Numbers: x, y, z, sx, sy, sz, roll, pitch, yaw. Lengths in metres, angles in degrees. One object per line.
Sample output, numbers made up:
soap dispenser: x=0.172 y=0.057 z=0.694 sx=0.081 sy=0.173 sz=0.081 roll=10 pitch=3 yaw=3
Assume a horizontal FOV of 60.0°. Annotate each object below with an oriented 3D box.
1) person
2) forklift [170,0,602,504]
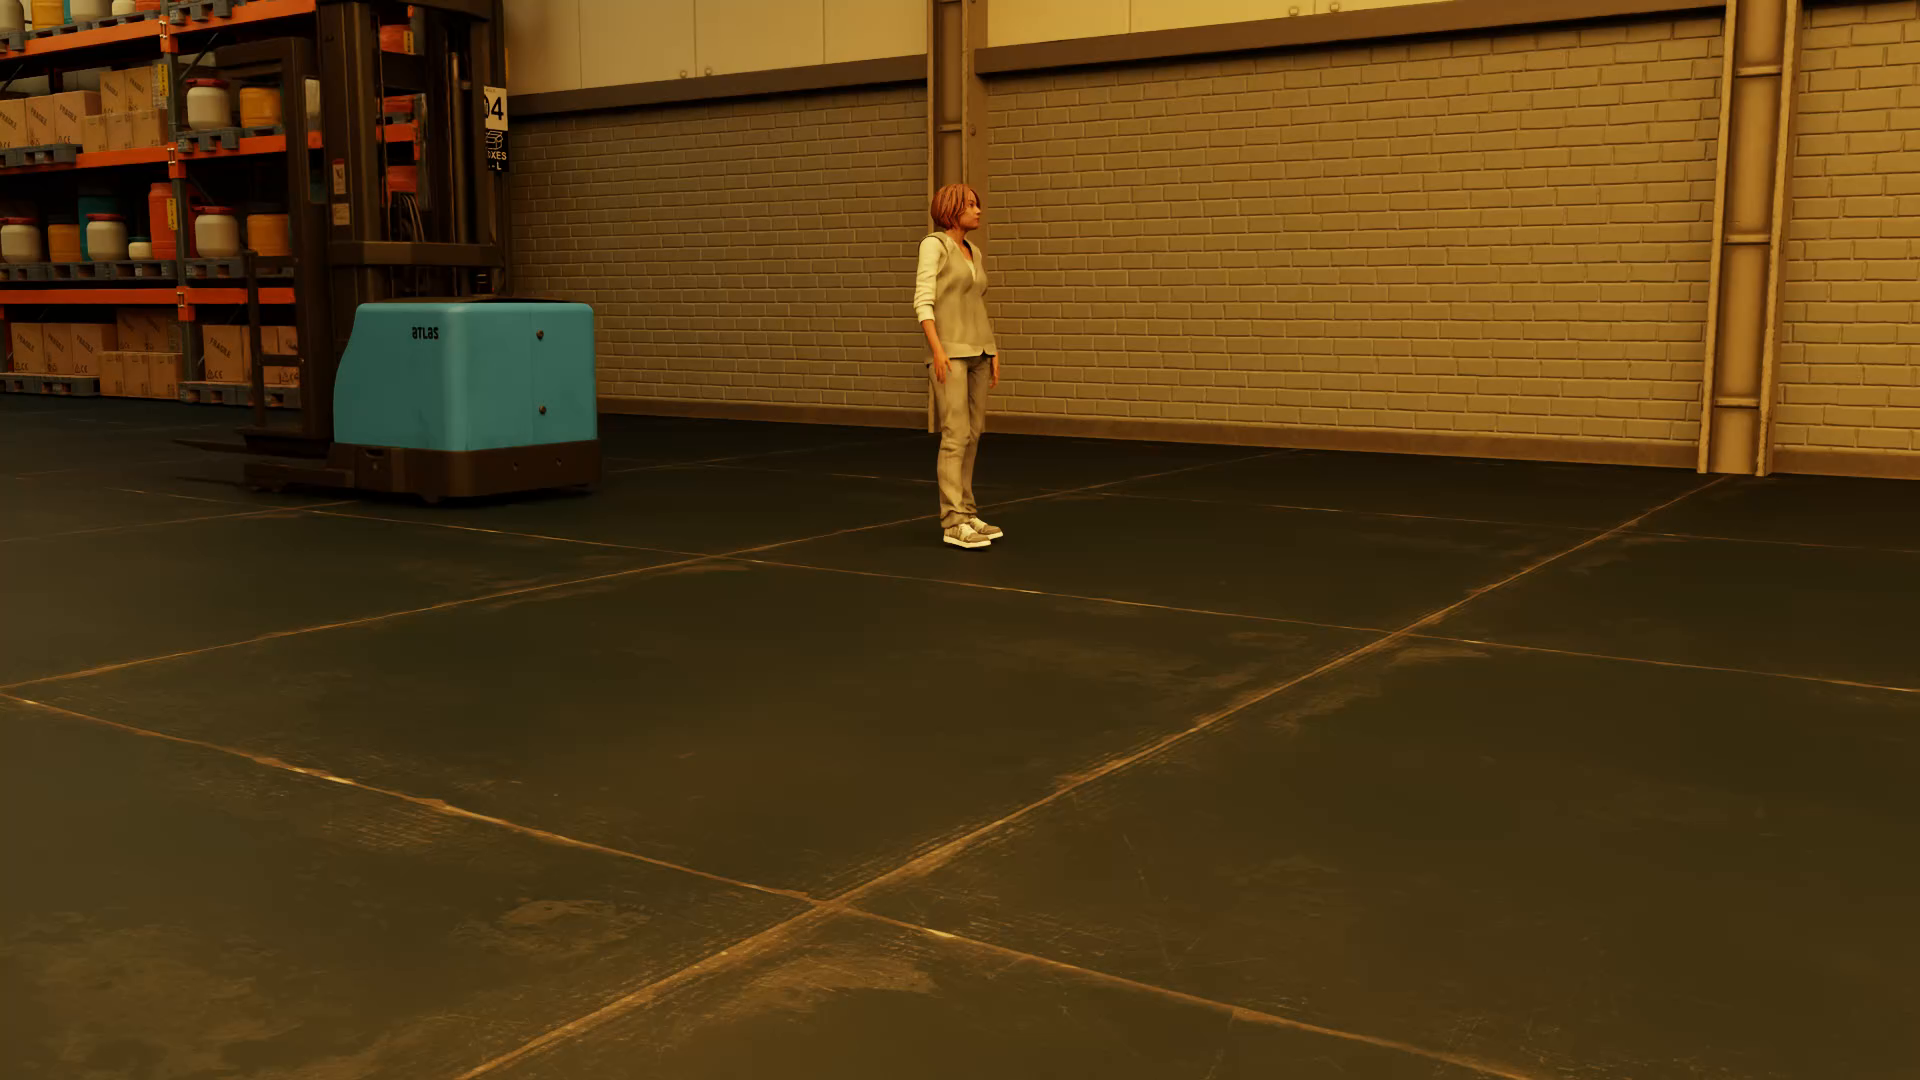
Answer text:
person: x=0.053 y=-0.791 z=7.438 sx=0.475 sy=1.597 sz=0.520 roll=5 pitch=10 yaw=34
forklift: x=-3.532 y=-1.777 z=9.686 sx=3.031 sy=2.935 sz=1.130 roll=6 pitch=10 yaw=34
